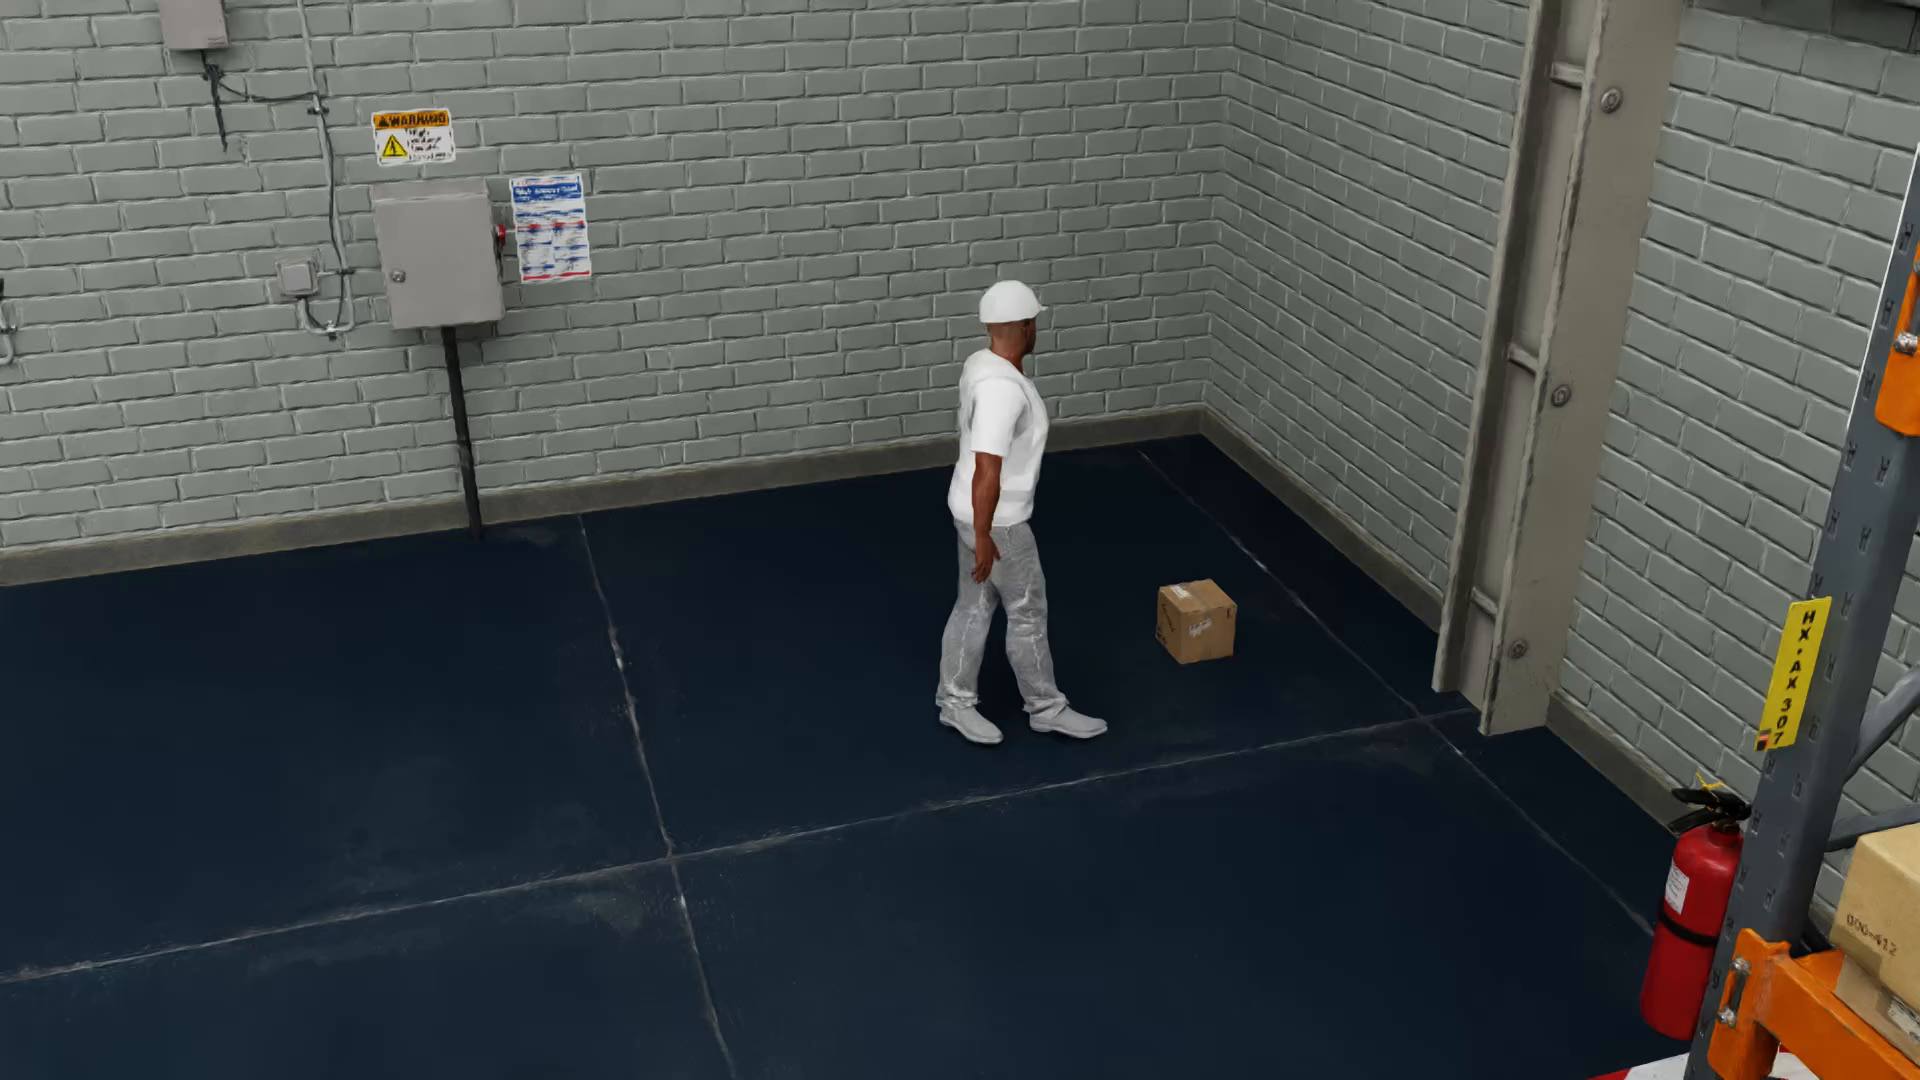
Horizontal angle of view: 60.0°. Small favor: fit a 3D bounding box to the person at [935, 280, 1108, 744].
[{"bbox_3d":[0.232,-0.101,6.283,0.669,1.752,0.667,-1,26,-3],"label":"person"}]
